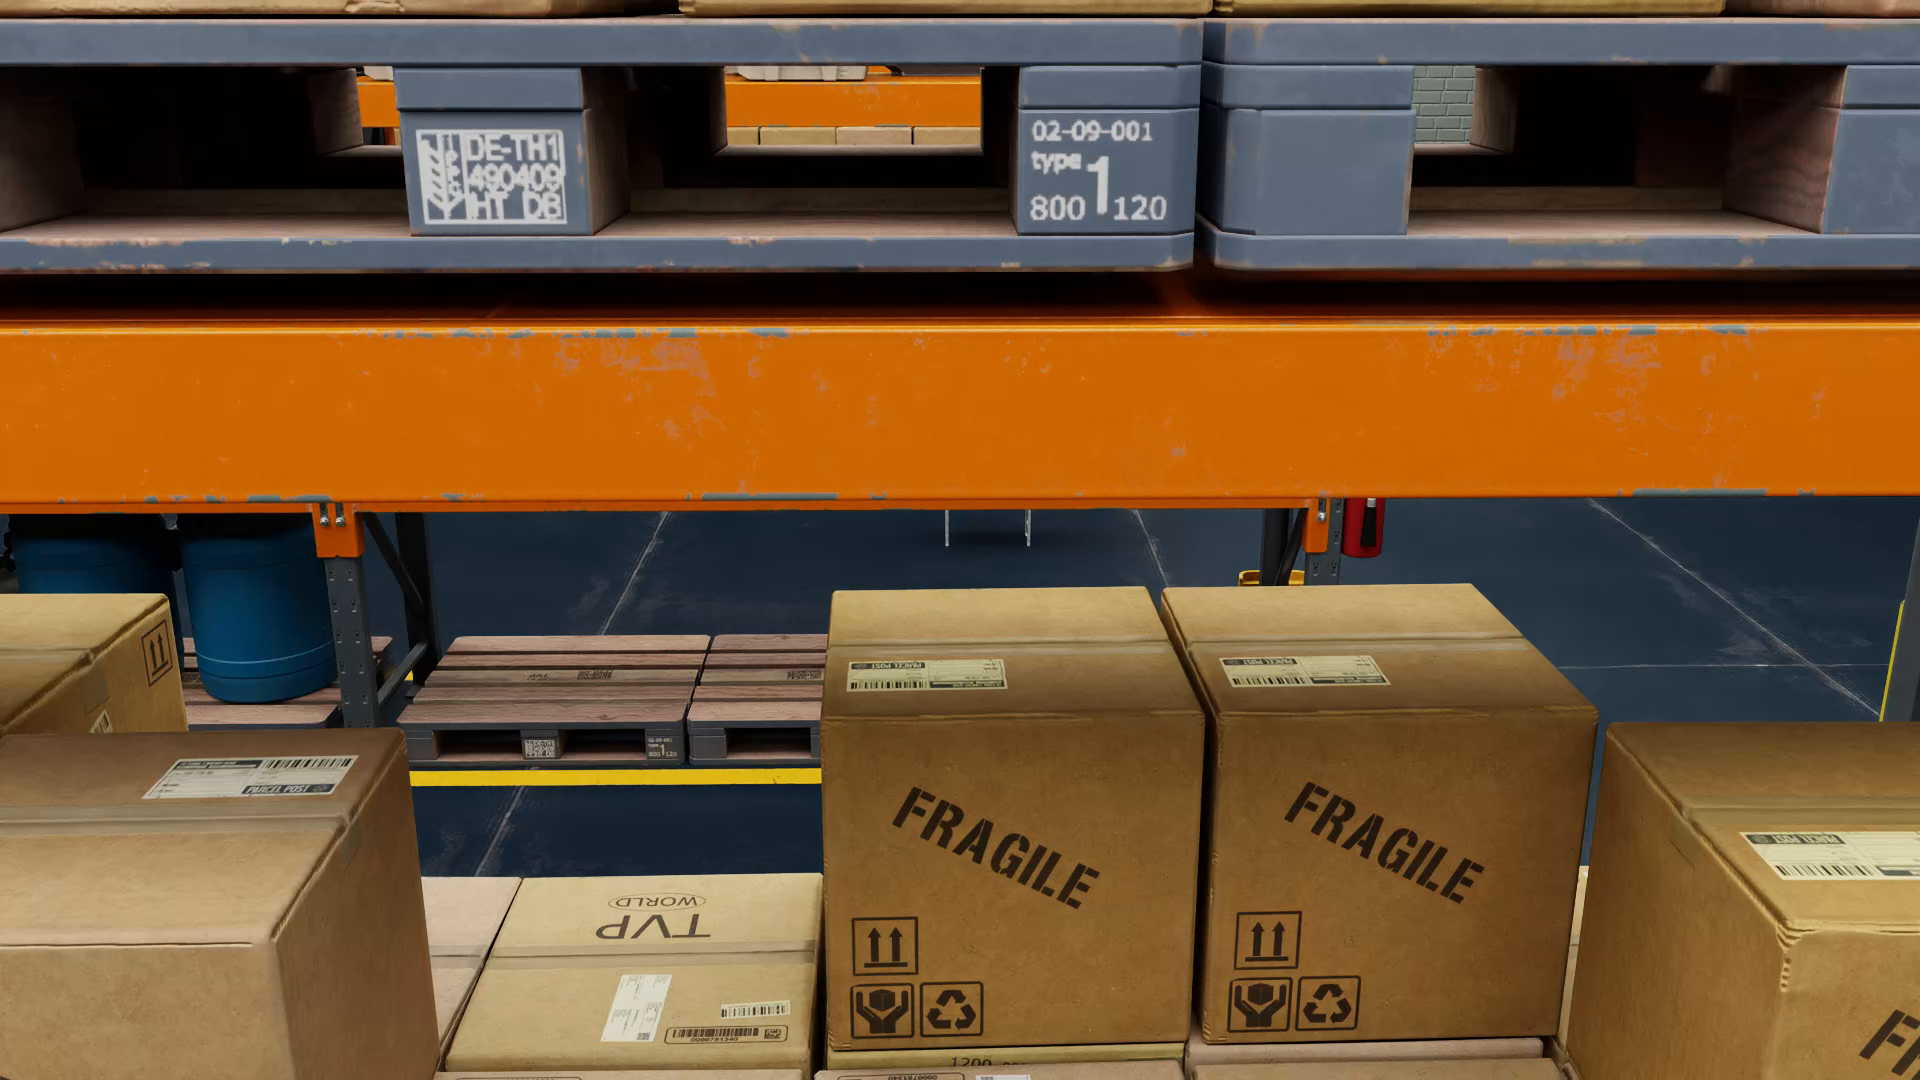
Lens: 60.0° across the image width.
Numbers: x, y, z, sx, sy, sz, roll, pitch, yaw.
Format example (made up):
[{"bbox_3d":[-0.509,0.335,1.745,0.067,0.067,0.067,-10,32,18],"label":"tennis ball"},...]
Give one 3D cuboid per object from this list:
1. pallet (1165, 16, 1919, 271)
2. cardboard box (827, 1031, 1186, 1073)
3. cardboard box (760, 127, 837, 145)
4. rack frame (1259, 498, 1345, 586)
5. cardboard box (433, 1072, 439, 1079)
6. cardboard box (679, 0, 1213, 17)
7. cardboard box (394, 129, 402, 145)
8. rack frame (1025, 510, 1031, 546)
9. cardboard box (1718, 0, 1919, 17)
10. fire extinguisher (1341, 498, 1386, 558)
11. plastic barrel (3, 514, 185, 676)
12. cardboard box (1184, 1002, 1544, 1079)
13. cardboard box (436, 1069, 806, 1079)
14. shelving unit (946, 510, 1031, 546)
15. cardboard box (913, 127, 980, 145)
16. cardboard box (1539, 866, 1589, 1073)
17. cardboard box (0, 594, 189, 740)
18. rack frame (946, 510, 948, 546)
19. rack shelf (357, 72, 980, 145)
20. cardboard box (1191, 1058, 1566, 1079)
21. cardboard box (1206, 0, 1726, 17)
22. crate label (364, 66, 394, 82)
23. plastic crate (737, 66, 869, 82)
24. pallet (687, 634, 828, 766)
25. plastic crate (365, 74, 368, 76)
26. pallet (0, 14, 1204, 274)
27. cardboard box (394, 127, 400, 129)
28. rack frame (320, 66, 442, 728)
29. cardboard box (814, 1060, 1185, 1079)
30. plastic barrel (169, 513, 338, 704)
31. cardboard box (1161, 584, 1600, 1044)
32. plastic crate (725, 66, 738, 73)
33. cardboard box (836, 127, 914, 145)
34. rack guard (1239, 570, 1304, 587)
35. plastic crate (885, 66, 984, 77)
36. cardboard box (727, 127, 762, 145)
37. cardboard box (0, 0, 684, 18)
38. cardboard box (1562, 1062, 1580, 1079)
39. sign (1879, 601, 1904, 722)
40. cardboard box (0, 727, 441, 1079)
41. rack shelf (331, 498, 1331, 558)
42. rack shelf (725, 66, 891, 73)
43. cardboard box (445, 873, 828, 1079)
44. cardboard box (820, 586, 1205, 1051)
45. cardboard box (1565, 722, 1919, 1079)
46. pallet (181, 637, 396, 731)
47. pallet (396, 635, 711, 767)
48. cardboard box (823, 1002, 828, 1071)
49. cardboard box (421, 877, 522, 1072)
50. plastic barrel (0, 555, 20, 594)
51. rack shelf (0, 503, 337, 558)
[{"bbox_3d":[0.819,-0.490,1.899,1.213,0.211,1.003,0,18,-1],"label":"pallet"},{"bbox_3d":[0.055,0.745,2.574,0.500,0.250,0.500,-1,18,-3],"label":"cardboard box"},{"bbox_3d":[-1.086,-2.562,11.323,0.500,0.500,0.500,-1,18,-2],"label":"cardboard box"},{"bbox_3d":[1.483,-0.623,7.080,0.127,3.000,1.000,0,18,-1],"label":"rack frame"},{"bbox_3d":[-0.949,0.911,2.056,0.500,0.250,0.500,0,18,1],"label":"cardboard box"},{"bbox_3d":[-0.039,-0.832,1.806,0.500,0.500,0.700,-1,18,-5],"label":"cardboard box"},{"bbox_3d":[-5.163,-3.735,16.098,0.500,0.500,0.500,0,18,-1],"label":"cardboard box"},{"bbox_3d":[0.409,-0.573,9.870,0.015,1.200,0.240,0,18,-1],"label":"rack frame"},{"bbox_3d":[1.042,-0.815,1.753,0.500,0.500,0.700,-1,18,-4],"label":"cardboard box"},{"bbox_3d":[1.641,-0.271,6.719,0.183,0.674,0.296,0,18,-1],"label":"fire extinguisher"},{"bbox_3d":[-3.769,0.196,7.274,0.708,0.901,0.600,0,18,-1],"label":"plastic barrel"},{"bbox_3d":[0.557,0.743,2.578,0.500,0.250,0.500,0,18,-2],"label":"cardboard box"},{"bbox_3d":[-0.456,0.911,2.056,0.500,0.250,0.500,0,18,-1],"label":"cardboard box"},{"bbox_3d":[0.166,-0.572,9.867,0.503,1.200,0.258,0,18,-1],"label":"shelving unit"},{"bbox_3d":[-0.056,-2.567,11.339,0.500,0.500,0.500,0,18,1],"label":"cardboard box"},{"bbox_3d":[1.077,0.739,2.592,0.500,0.250,0.500,-1,18,-2],"label":"cardboard box"},{"bbox_3d":[-1.482,0.396,2.433,0.500,0.500,0.500,0,18,0],"label":"cardboard box"},{"bbox_3d":[-0.078,-0.571,9.863,0.015,1.200,0.240,0,18,-1],"label":"rack frame"},{"bbox_3d":[-0.517,-1.700,6.702,4.000,0.370,1.077,0,18,-1],"label":"rack shelf"},{"bbox_3d":[0.573,0.905,2.075,0.500,0.250,0.500,-1,18,-2],"label":"cardboard box"},{"bbox_3d":[0.477,-0.849,1.859,0.500,0.500,0.700,-1,18,-3],"label":"cardboard box"},{"bbox_3d":[-2.023,-1.821,6.335,0.466,0.136,0.293,0,18,-1],"label":"crate label"},{"bbox_3d":[-0.579,-1.840,6.395,0.530,0.136,0.437,0,18,-1],"label":"plastic crate"},{"bbox_3d":[-0.559,0.701,7.515,1.213,0.211,1.003,0,18,-1],"label":"pallet"},{"bbox_3d":[-2.098,-2.026,6.889,0.662,0.188,0.450,0,18,-1],"label":"plastic crate"},{"bbox_3d":[-0.404,-0.483,1.878,1.213,0.211,1.003,0,18,-1],"label":"pallet"},{"bbox_3d":[-5.177,-4.096,15.996,0.500,0.250,0.500,0,18,0],"label":"cardboard box"},{"bbox_3d":[-2.517,-0.604,7.020,0.127,3.000,1.000,0,18,-1],"label":"rack frame"},{"bbox_3d":[0.064,0.907,2.067,0.500,0.250,0.500,-1,18,-3],"label":"cardboard box"},{"bbox_3d":[-3.061,0.192,7.285,0.708,0.901,0.600,0,18,-1],"label":"plastic barrel"},{"bbox_3d":[0.577,0.384,2.470,0.500,0.500,0.500,-1,18,-2],"label":"cardboard box"},{"bbox_3d":[-0.738,-2.079,6.901,0.530,0.282,0.437,0,18,-1],"label":"plastic crate"},{"bbox_3d":[-0.569,-2.565,11.332,0.500,0.500,0.500,0,18,1],"label":"cardboard box"},{"bbox_3d":[1.507,0.563,7.475,0.348,0.500,1.175,0,18,-1],"label":"rack guard"},{"bbox_3d":[-0.049,-2.099,6.871,0.767,0.338,0.504,0,18,-1],"label":"plastic crate"},{"bbox_3d":[-1.600,-2.560,11.316,0.500,0.500,0.500,-1,18,-3],"label":"cardboard box"},{"bbox_3d":[-0.594,-0.797,1.697,0.500,0.500,0.700,1,18,2],"label":"cardboard box"},{"bbox_3d":[1.081,0.902,2.082,0.500,0.250,0.500,-1,18,-2],"label":"cardboard box"},{"bbox_3d":[1.558,0.270,2.749,0.005,0.325,0.100,0,18,-1],"label":"sign"},{"bbox_3d":[-0.943,0.553,1.944,0.500,0.500,0.500,-1,18,-3],"label":"cardboard box"},{"bbox_3d":[-0.517,-0.271,7.160,4.000,0.370,1.077,0,18,-1],"label":"rack shelf"},{"bbox_3d":[-0.592,-3.212,11.418,4.000,0.370,1.077,0,18,-1],"label":"rack shelf"},{"bbox_3d":[-0.467,0.749,2.561,0.500,0.250,0.500,-1,18,-2],"label":"cardboard box"},{"bbox_3d":[0.059,0.389,2.457,0.500,0.500,0.500,-1,18,-2],"label":"cardboard box"},{"bbox_3d":[1.078,0.545,1.970,0.500,0.500,0.500,0,18,0],"label":"cardboard box"},{"bbox_3d":[-3.289,0.715,7.474,1.213,0.211,1.003,0,18,-1],"label":"pallet"},{"bbox_3d":[-1.782,0.708,7.494,1.213,0.211,1.003,0,18,-1],"label":"pallet"},{"bbox_3d":[-0.337,0.918,2.688,0.250,0.149,0.380,-1,18,-2],"label":"cardboard box"},{"bbox_3d":[-0.974,0.750,2.557,0.500,0.250,0.500,0,18,0],"label":"cardboard box"},{"bbox_3d":[-4.335,0.357,7.410,0.421,0.512,0.421,0,18,0],"label":"plastic barrel"},{"bbox_3d":[-4.517,-0.252,7.100,4.000,0.370,1.077,0,18,-1],"label":"rack shelf"}]
